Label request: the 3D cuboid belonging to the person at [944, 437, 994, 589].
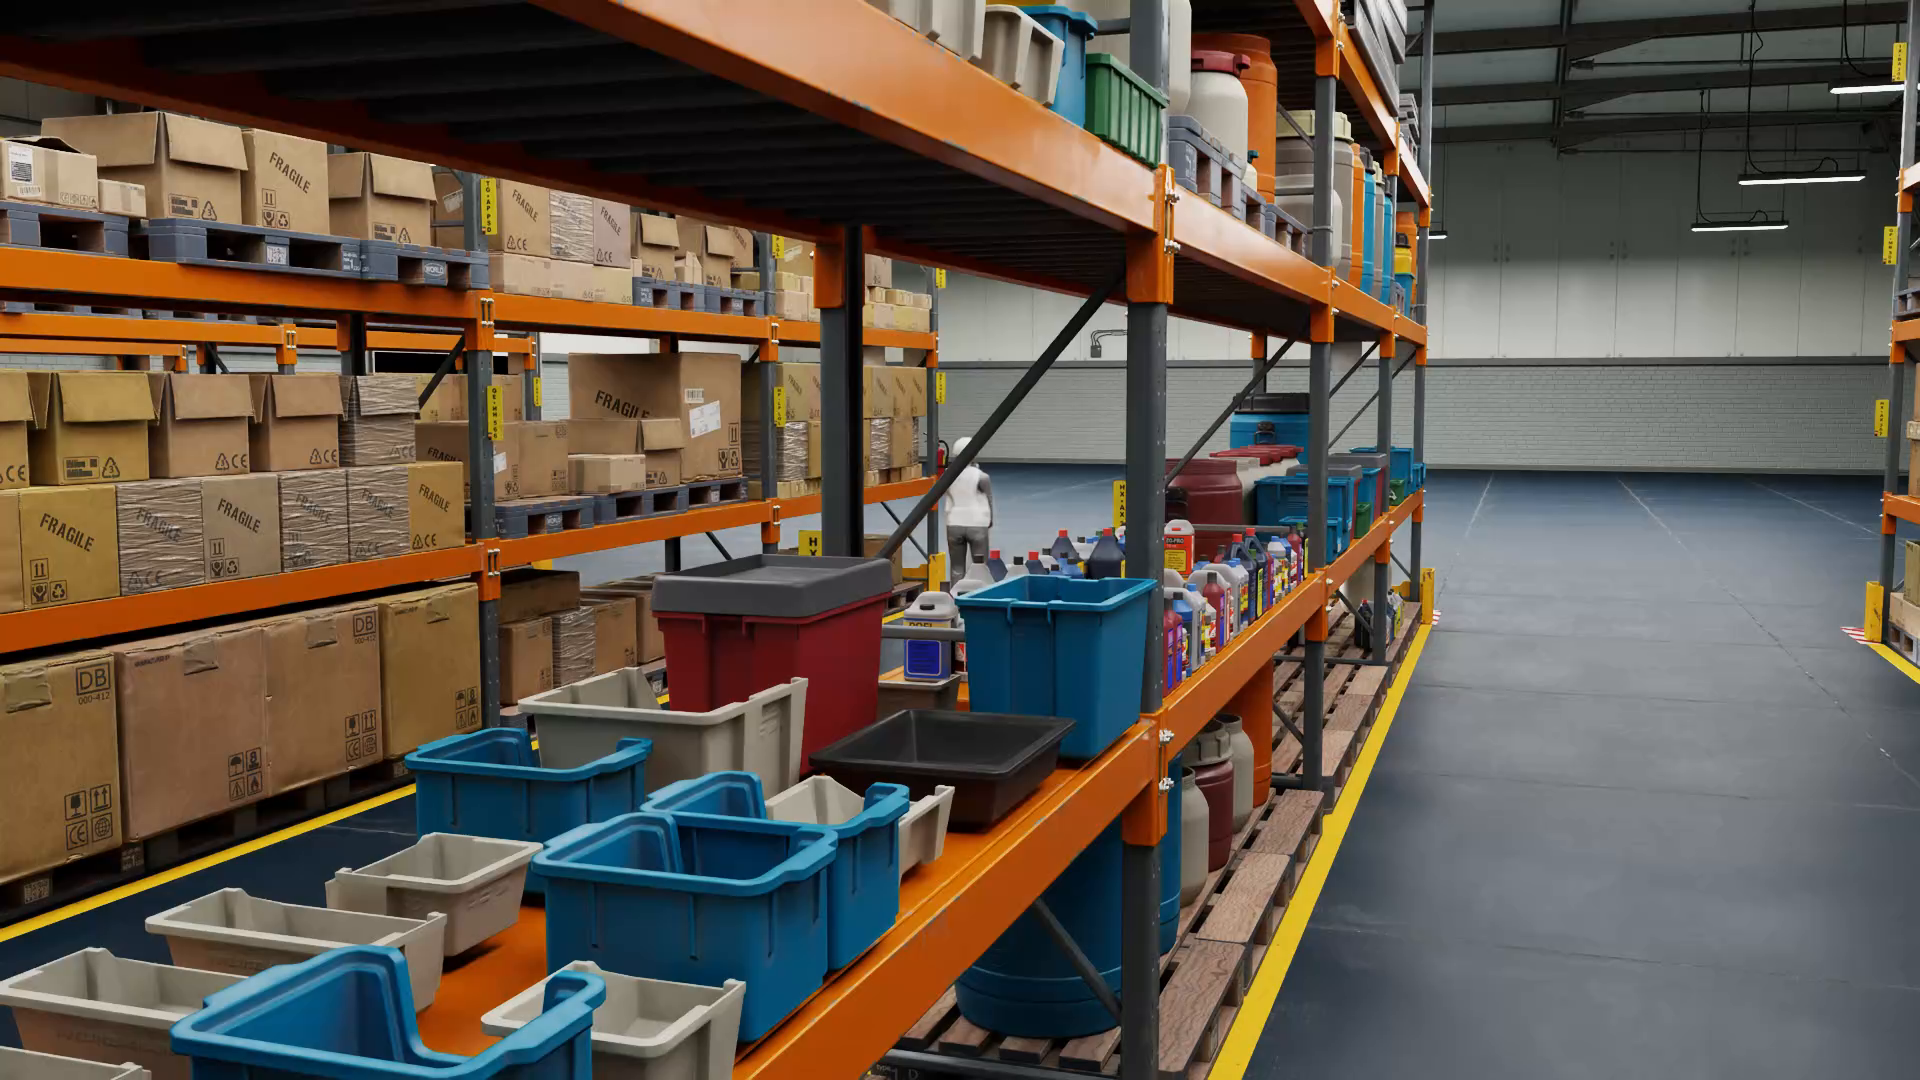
[{"bbox_3d":[0.088,-0.124,16.254,0.495,1.768,0.554,2,5,18],"label":"person"}]
